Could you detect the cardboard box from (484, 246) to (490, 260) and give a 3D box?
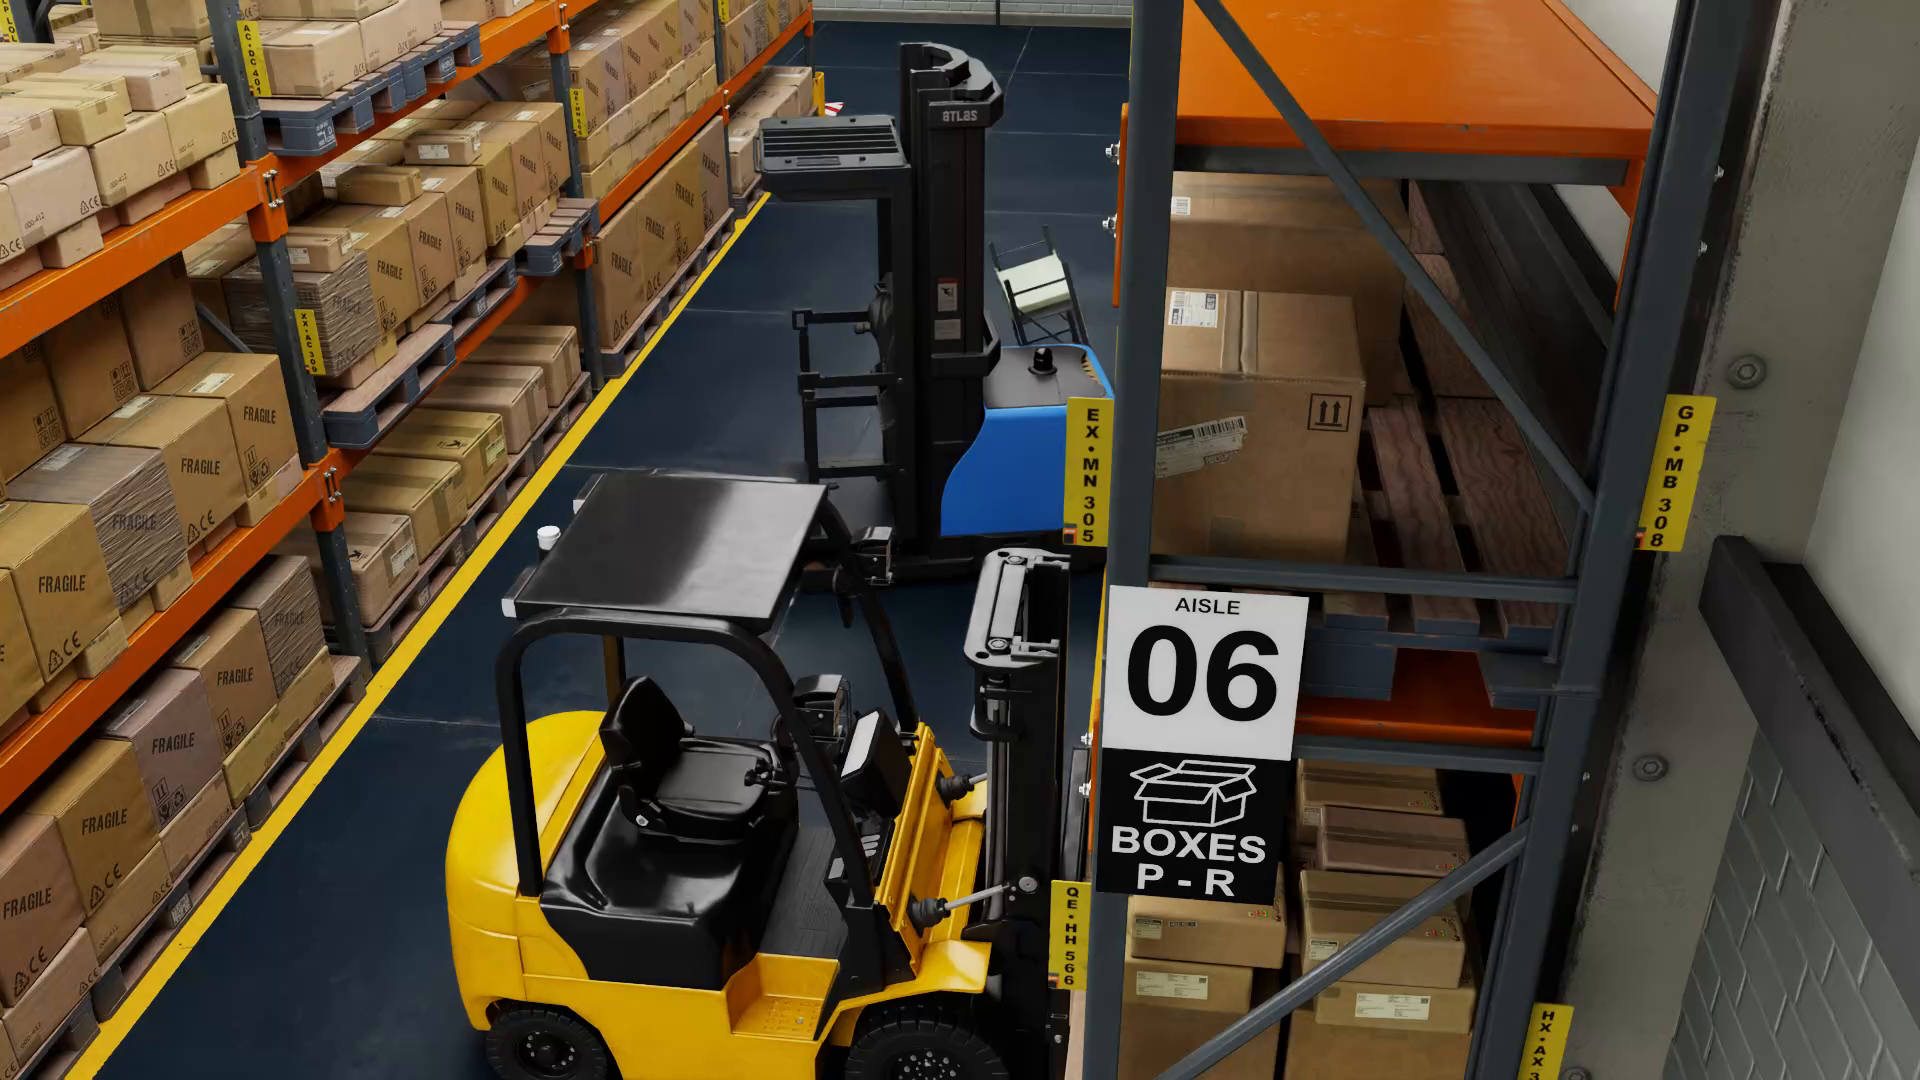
[{"bbox_3d":[-3.118,-1.767,10.189,0.380,0.149,0.250,4,29,7],"label":"cardboard box"}]

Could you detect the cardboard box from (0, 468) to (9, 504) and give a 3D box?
[{"bbox_3d":[-4.055,-0.285,6.143,0.700,0.500,0.500,3,28,6],"label":"cardboard box"}]

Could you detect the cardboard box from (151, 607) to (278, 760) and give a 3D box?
[{"bbox_3d":[-3.506,0.640,7.564,0.500,0.500,0.500,4,29,7],"label":"cardboard box"}]

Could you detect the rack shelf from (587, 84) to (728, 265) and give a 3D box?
[{"bbox_3d":[-2.905,-3.096,13.593,1.077,0.370,4.000,3,28,6],"label":"rack shelf"}]

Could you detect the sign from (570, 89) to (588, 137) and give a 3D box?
[{"bbox_3d":[-2.610,-2.919,11.369,0.100,0.325,0.005,3,28,6],"label":"sign"}]

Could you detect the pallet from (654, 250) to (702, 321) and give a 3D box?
[{"bbox_3d":[-2.826,-2.183,14.080,1.003,0.211,1.213,3,28,6],"label":"pallet"}]

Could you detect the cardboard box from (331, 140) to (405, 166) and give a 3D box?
[{"bbox_3d":[-3.550,-2.137,10.192,0.500,0.500,0.500,4,29,7],"label":"cardboard box"}]

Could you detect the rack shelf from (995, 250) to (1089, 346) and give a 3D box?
[{"bbox_3d":[0.515,-1.506,10.596,0.431,0.370,0.720,-17,29,2],"label":"rack shelf"}]

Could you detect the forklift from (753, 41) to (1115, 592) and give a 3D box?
[{"bbox_3d":[-0.621,-1.255,9.489,3.031,2.935,1.130,-3,28,-6],"label":"forklift"}]

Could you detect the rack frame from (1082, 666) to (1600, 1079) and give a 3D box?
[{"bbox_3d":[0.797,1.581,4.153,1.000,3.000,0.127,3,28,6],"label":"rack frame"}]

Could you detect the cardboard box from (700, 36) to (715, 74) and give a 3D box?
[{"bbox_3d":[-2.472,-4.287,14.676,0.500,0.250,0.500,3,28,6],"label":"cardboard box"}]

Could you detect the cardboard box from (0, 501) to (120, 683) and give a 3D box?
[{"bbox_3d":[-3.621,0.189,6.318,0.500,0.500,0.500,3,28,5],"label":"cardboard box"}]

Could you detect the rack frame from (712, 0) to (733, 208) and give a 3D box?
[{"bbox_3d":[-2.659,-4.354,15.170,1.000,3.000,0.127,3,28,6],"label":"rack frame"}]

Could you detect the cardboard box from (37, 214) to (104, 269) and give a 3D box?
[{"bbox_3d":[-3.516,-1.149,6.322,0.380,0.149,0.250,4,29,8],"label":"cardboard box"}]

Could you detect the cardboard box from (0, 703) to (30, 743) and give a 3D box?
[{"bbox_3d":[-3.705,0.649,6.148,0.380,0.149,0.250,4,29,8],"label":"cardboard box"}]

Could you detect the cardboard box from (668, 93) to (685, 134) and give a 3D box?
[{"bbox_3d":[-2.609,-3.587,13.903,0.500,0.250,0.500,3,28,5],"label":"cardboard box"}]

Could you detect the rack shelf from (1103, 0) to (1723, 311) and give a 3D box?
[{"bbox_3d":[1.042,-1.509,4.743,1.077,0.370,4.000,3,28,6],"label":"rack shelf"}]

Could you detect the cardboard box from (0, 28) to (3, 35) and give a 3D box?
[{"bbox_3d":[-8.215,-4.282,14.230,0.380,0.149,0.250,3,28,6],"label":"cardboard box"}]

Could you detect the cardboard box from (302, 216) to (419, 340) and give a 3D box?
[{"bbox_3d":[-3.237,-1.388,8.803,0.500,0.500,0.500,3,29,6],"label":"cardboard box"}]

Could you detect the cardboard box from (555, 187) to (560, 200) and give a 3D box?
[{"bbox_3d":[-2.956,-2.378,11.323,0.380,0.149,0.250,4,29,8],"label":"cardboard box"}]

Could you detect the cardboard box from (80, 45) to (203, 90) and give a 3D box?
[{"bbox_3d":[-3.462,-1.988,7.039,0.380,0.149,0.250,4,29,7],"label":"cardboard box"}]

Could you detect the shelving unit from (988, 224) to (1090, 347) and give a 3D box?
[{"bbox_3d":[0.623,-1.182,10.784,0.431,1.500,0.755,-17,29,2],"label":"shelving unit"}]

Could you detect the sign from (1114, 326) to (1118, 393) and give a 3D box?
[{"bbox_3d":[0.747,-0.804,7.442,0.100,0.325,0.005,3,28,6],"label":"sign"}]

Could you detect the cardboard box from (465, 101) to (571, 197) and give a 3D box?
[{"bbox_3d":[-2.929,-2.601,11.054,0.500,0.500,0.500,3,28,5],"label":"cardboard box"}]

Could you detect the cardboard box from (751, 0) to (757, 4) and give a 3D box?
[{"bbox_3d":[-2.219,-5.527,16.186,0.500,0.500,0.500,4,29,7],"label":"cardboard box"}]

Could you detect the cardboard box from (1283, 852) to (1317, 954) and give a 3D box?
[{"bbox_3d":[1.063,0.987,4.466,0.380,0.149,0.250,3,28,6],"label":"cardboard box"}]

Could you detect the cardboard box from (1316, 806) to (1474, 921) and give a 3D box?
[{"bbox_3d":[1.145,0.853,4.401,0.380,0.149,0.250,4,29,8],"label":"cardboard box"}]

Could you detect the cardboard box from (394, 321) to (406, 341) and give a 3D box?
[{"bbox_3d":[-3.260,-1.160,9.062,0.380,0.149,0.250,5,29,9],"label":"cardboard box"}]

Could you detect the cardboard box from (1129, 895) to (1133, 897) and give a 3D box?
[{"bbox_3d":[0.563,0.950,4.535,0.380,0.149,0.250,4,29,7],"label":"cardboard box"}]

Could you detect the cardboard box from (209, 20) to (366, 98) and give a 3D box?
[{"bbox_3d":[-3.170,-2.280,7.872,0.500,0.250,0.500,3,28,5],"label":"cardboard box"}]

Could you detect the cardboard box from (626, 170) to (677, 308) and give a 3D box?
[{"bbox_3d":[-2.869,-2.461,13.453,0.875,0.875,0.875,4,29,7],"label":"cardboard box"}]

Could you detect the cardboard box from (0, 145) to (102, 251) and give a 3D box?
[{"bbox_3d":[-3.564,-1.274,6.133,0.500,0.250,0.500,3,28,5],"label":"cardboard box"}]

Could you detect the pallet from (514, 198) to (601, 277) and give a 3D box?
[{"bbox_3d":[-3.131,-2.045,11.086,1.213,0.211,1.003,3,28,6],"label":"pallet"}]

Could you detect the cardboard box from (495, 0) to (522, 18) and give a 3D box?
[{"bbox_3d":[-3.002,-3.404,10.507,0.380,0.149,0.250,3,28,6],"label":"cardboard box"}]

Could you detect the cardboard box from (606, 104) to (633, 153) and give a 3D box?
[{"bbox_3d":[-2.778,-3.093,12.460,0.500,0.250,0.500,4,29,7],"label":"cardboard box"}]

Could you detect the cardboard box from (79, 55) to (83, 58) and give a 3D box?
[{"bbox_3d":[-7.595,-3.980,13.984,0.380,0.149,0.250,3,29,6],"label":"cardboard box"}]

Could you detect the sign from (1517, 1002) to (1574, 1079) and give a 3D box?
[{"bbox_3d":[1.347,1.200,3.864,0.100,0.325,0.005,3,28,6],"label":"sign"}]

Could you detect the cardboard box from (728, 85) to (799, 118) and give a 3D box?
[{"bbox_3d":[-2.255,-4.546,17.785,0.875,0.438,0.875,4,29,8],"label":"cardboard box"}]

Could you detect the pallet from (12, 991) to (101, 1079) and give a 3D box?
[{"bbox_3d":[-3.986,2.106,6.119,1.003,0.211,1.213,3,28,6],"label":"pallet"}]

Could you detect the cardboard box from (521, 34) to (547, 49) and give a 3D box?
[{"bbox_3d":[-3.291,-3.456,12.343,0.500,0.500,0.500,4,29,7],"label":"cardboard box"}]

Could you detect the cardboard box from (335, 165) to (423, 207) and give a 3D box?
[{"bbox_3d":[-3.200,-1.952,9.165,0.380,0.149,0.250,5,29,9],"label":"cardboard box"}]

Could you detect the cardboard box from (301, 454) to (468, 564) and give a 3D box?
[{"bbox_3d":[-3.493,-0.202,9.791,0.950,0.372,0.625,5,29,9],"label":"cardboard box"}]

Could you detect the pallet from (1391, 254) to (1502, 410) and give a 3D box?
[{"bbox_3d":[1.056,-0.608,5.147,1.003,0.211,1.213,3,28,6],"label":"pallet"}]

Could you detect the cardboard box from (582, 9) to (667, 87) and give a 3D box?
[{"bbox_3d":[-2.651,-3.888,13.144,0.500,0.500,0.500,4,29,7],"label":"cardboard box"}]

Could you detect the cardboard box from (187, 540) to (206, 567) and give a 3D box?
[{"bbox_3d":[-3.554,0.043,7.272,0.380,0.149,0.250,3,28,5],"label":"cardboard box"}]

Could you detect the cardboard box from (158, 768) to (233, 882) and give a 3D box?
[{"bbox_3d":[-3.568,1.221,7.277,0.500,0.250,0.500,4,29,7],"label":"cardboard box"}]

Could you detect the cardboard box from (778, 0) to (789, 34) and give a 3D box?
[{"bbox_3d":[-2.096,-5.561,17.304,0.500,0.500,0.500,4,29,8],"label":"cardboard box"}]

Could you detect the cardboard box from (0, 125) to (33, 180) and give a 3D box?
[{"bbox_3d":[-3.554,-1.373,5.898,0.380,0.149,0.250,4,29,7],"label":"cardboard box"}]

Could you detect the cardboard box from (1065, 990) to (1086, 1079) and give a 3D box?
[{"bbox_3d":[0.601,1.691,5.351,0.500,0.250,0.500,4,29,7],"label":"cardboard box"}]

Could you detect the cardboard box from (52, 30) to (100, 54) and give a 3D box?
[{"bbox_3d":[-7.571,-4.243,14.159,0.380,0.149,0.250,2,28,5],"label":"cardboard box"}]
